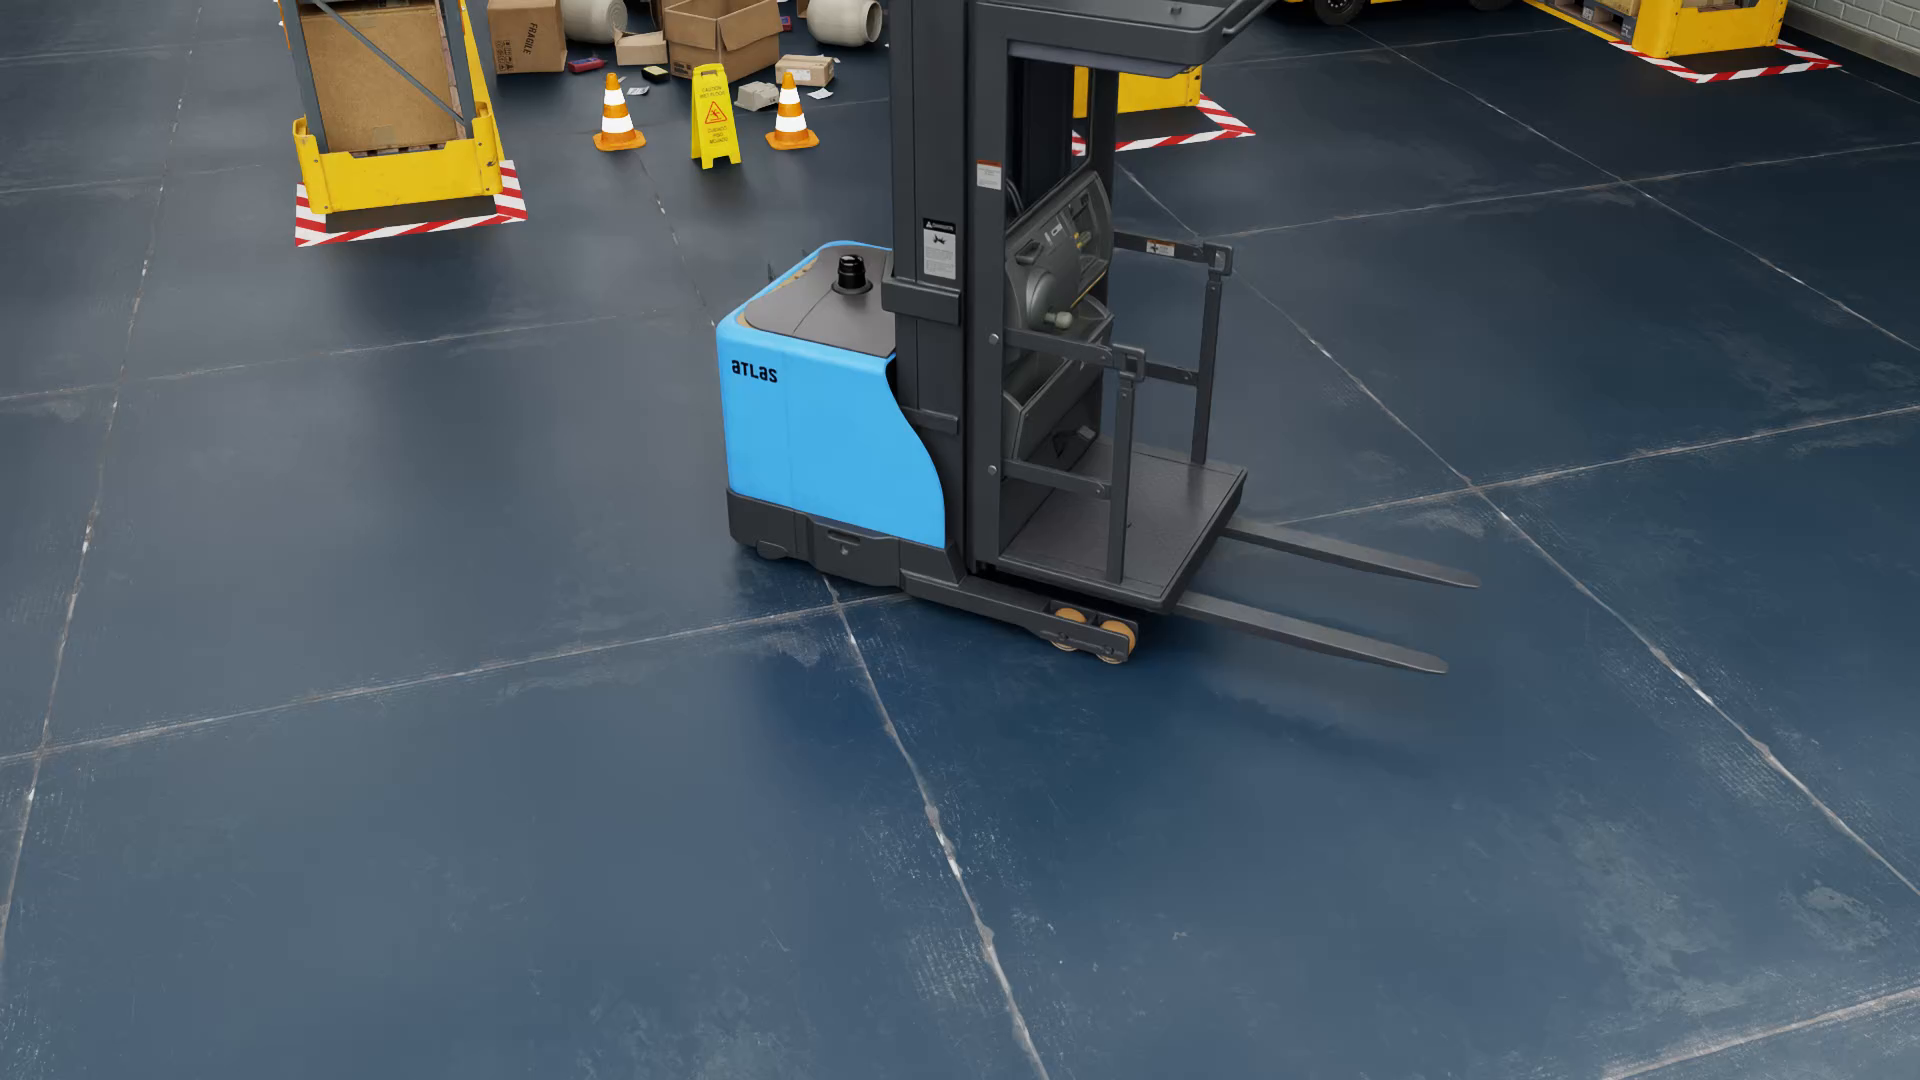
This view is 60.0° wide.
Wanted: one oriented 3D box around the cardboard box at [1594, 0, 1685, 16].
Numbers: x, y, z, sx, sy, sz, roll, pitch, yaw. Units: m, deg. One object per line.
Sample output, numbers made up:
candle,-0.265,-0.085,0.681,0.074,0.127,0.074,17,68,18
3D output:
cardboard box,5.445,-4.406,13.310,0.500,0.250,0.500,-10,35,-14

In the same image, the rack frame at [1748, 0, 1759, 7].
rack frame,5.890,-5.184,12.375,1.000,3.000,0.127,-10,35,-15

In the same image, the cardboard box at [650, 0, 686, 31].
cardboard box,-2.076,-4.349,13.252,0.797,0.637,0.503,-10,35,-15

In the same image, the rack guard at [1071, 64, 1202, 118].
rack guard,1.140,-3.345,11.858,1.175,0.500,0.348,-10,35,-15

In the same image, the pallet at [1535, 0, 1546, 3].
pallet,5.248,-5.055,14.708,1.003,0.211,1.213,-10,35,-15

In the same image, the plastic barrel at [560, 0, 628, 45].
plastic barrel,-2.933,-4.150,13.146,0.512,0.421,0.421,13,36,18

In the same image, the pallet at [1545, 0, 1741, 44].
pallet,5.616,-4.415,13.741,1.003,0.211,1.213,-10,35,-15

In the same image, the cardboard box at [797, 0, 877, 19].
cardboard box,-1.026,-4.615,13.778,0.500,0.500,0.500,13,36,18

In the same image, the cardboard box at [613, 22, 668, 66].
cardboard box,-2.462,-3.829,12.804,0.396,0.266,0.258,-4,34,-6

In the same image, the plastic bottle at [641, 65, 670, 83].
plastic bottle,-2.306,-3.512,12.510,0.133,0.061,0.283,-23,40,-31

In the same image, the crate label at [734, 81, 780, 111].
crate label,-1.448,-3.199,11.967,0.298,0.136,0.250,27,42,34

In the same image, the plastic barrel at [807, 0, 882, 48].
plastic barrel,-0.908,-4.103,13.075,0.512,0.421,0.421,13,36,18

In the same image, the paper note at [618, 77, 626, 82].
paper note,-2.538,-3.454,12.468,0.032,0.001,0.123,7,34,10

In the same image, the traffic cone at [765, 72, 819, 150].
traffic cone,-1.149,-2.933,11.269,0.336,0.463,0.334,-10,35,-15

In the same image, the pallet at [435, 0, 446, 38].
pallet,-4.582,-3.987,13.091,1.003,0.211,1.213,-10,35,-15

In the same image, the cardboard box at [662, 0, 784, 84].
cardboard box,-1.783,-3.803,12.548,0.637,0.503,0.797,19,38,26

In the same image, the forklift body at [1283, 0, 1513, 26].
forklift body,3.574,-5.519,13.651,2.313,2.155,1.214,-10,35,-15

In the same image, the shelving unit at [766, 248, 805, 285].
shelving unit,-0.710,-0.878,7.755,0.210,0.900,0.258,-28,41,-35

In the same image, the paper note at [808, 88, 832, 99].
paper note,-1.020,-3.271,12.172,0.148,0.019,0.142,-23,40,-31

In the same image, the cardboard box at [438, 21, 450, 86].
cardboard box,-4.060,-3.557,11.459,0.875,0.875,0.875,-11,35,-15

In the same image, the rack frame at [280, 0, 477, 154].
rack frame,-3.520,-3.462,9.769,1.000,3.000,0.127,-10,35,-15

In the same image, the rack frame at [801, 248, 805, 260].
rack frame,-0.637,-0.917,7.814,0.006,0.900,0.240,-28,41,-35

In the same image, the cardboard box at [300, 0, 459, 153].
cardboard box,-3.789,-3.096,10.761,0.875,0.875,0.875,-10,35,-14

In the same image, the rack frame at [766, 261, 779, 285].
rack frame,-0.783,-0.839,7.696,0.006,0.900,0.240,-28,41,-35

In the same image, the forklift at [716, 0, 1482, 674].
forklift,0.564,-1.074,6.216,3.031,2.935,1.130,15,36,21

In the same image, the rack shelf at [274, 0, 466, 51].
rack shelf,-4.130,-4.212,11.556,1.077,0.370,4.000,-10,35,-15

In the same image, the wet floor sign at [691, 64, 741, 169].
wet floor sign,-1.625,-2.798,10.899,0.267,0.644,0.232,-16,37,-23

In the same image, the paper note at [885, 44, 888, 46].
paper note,-0.500,-3.921,13.156,0.142,0.019,0.148,-23,40,-31

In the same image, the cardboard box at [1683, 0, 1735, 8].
cardboard box,5.926,-4.503,13.457,0.500,0.250,0.500,-10,35,-15

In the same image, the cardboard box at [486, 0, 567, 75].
cardboard box,-3.289,-3.878,12.663,0.500,0.500,0.500,-4,34,-6

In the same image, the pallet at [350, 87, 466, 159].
pallet,-3.838,-2.705,11.153,1.003,0.211,1.213,-10,35,-15

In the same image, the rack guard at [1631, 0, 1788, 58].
rack guard,5.897,-4.129,13.045,1.175,0.500,0.348,-10,35,-15

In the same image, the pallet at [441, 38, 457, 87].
pallet,-4.207,-3.345,12.120,1.003,0.211,1.213,-10,35,-15

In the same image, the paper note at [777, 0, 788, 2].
paper note,-1.520,-4.644,14.250,0.148,0.019,0.142,-10,35,-15

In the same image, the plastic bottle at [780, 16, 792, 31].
plastic bottle,-1.449,-4.229,13.594,0.133,0.061,0.283,-4,34,-6

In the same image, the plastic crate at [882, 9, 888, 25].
plastic crate,-0.359,-4.267,13.636,0.402,0.080,0.583,-23,40,-31

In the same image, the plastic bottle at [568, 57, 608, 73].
plastic bottle,-2.835,-3.630,12.689,0.283,0.061,0.133,-23,40,-31

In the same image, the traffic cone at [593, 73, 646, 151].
traffic cone,-2.329,-2.921,11.251,0.336,0.463,0.334,-10,35,-15

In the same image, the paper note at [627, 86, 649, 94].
paper note,-2.368,-3.310,12.232,0.144,0.017,0.142,1,33,2

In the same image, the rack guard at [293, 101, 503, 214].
rack guard,-3.512,-2.407,10.439,1.175,0.500,0.348,-10,35,-15

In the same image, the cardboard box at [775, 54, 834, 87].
cardboard box,-1.160,-3.506,12.421,0.380,0.149,0.250,7,34,10

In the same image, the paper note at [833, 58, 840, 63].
paper note,-0.955,-3.710,12.856,0.032,0.001,0.123,-10,35,-15

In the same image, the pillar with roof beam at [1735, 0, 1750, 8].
pillar with roof beam,2.436,-7.480,10.408,9.100,9.000,0.400,-10,35,-15

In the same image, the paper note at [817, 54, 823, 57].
paper note,-1.137,-3.737,12.888,0.148,0.019,0.142,1,33,2

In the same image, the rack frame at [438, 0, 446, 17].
rack frame,-4.740,-5.562,12.947,1.000,3.000,0.127,-10,35,-15
